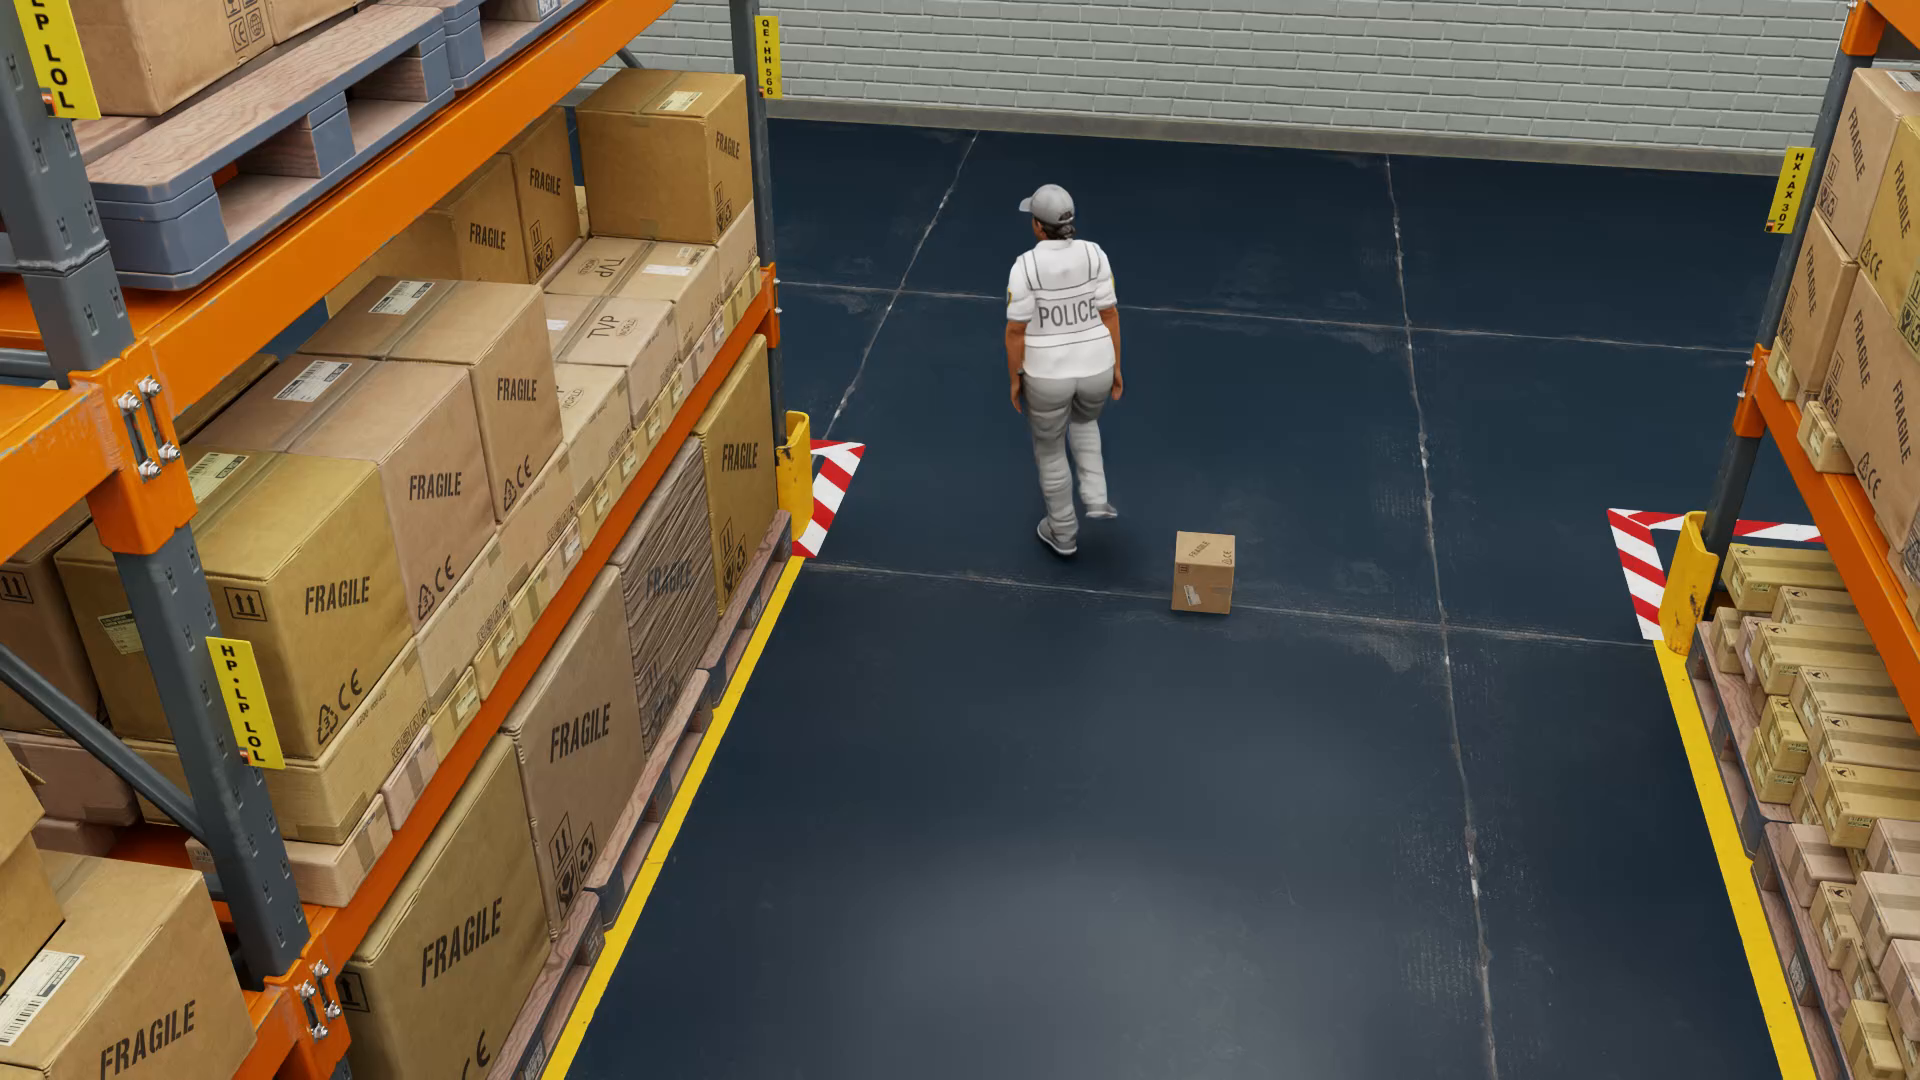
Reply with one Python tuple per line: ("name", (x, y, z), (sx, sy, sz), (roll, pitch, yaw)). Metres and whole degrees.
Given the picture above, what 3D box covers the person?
("person", (0.446, -0.740, 7.272), (0.537, 1.651, 0.483), (-11, 34, -16))
